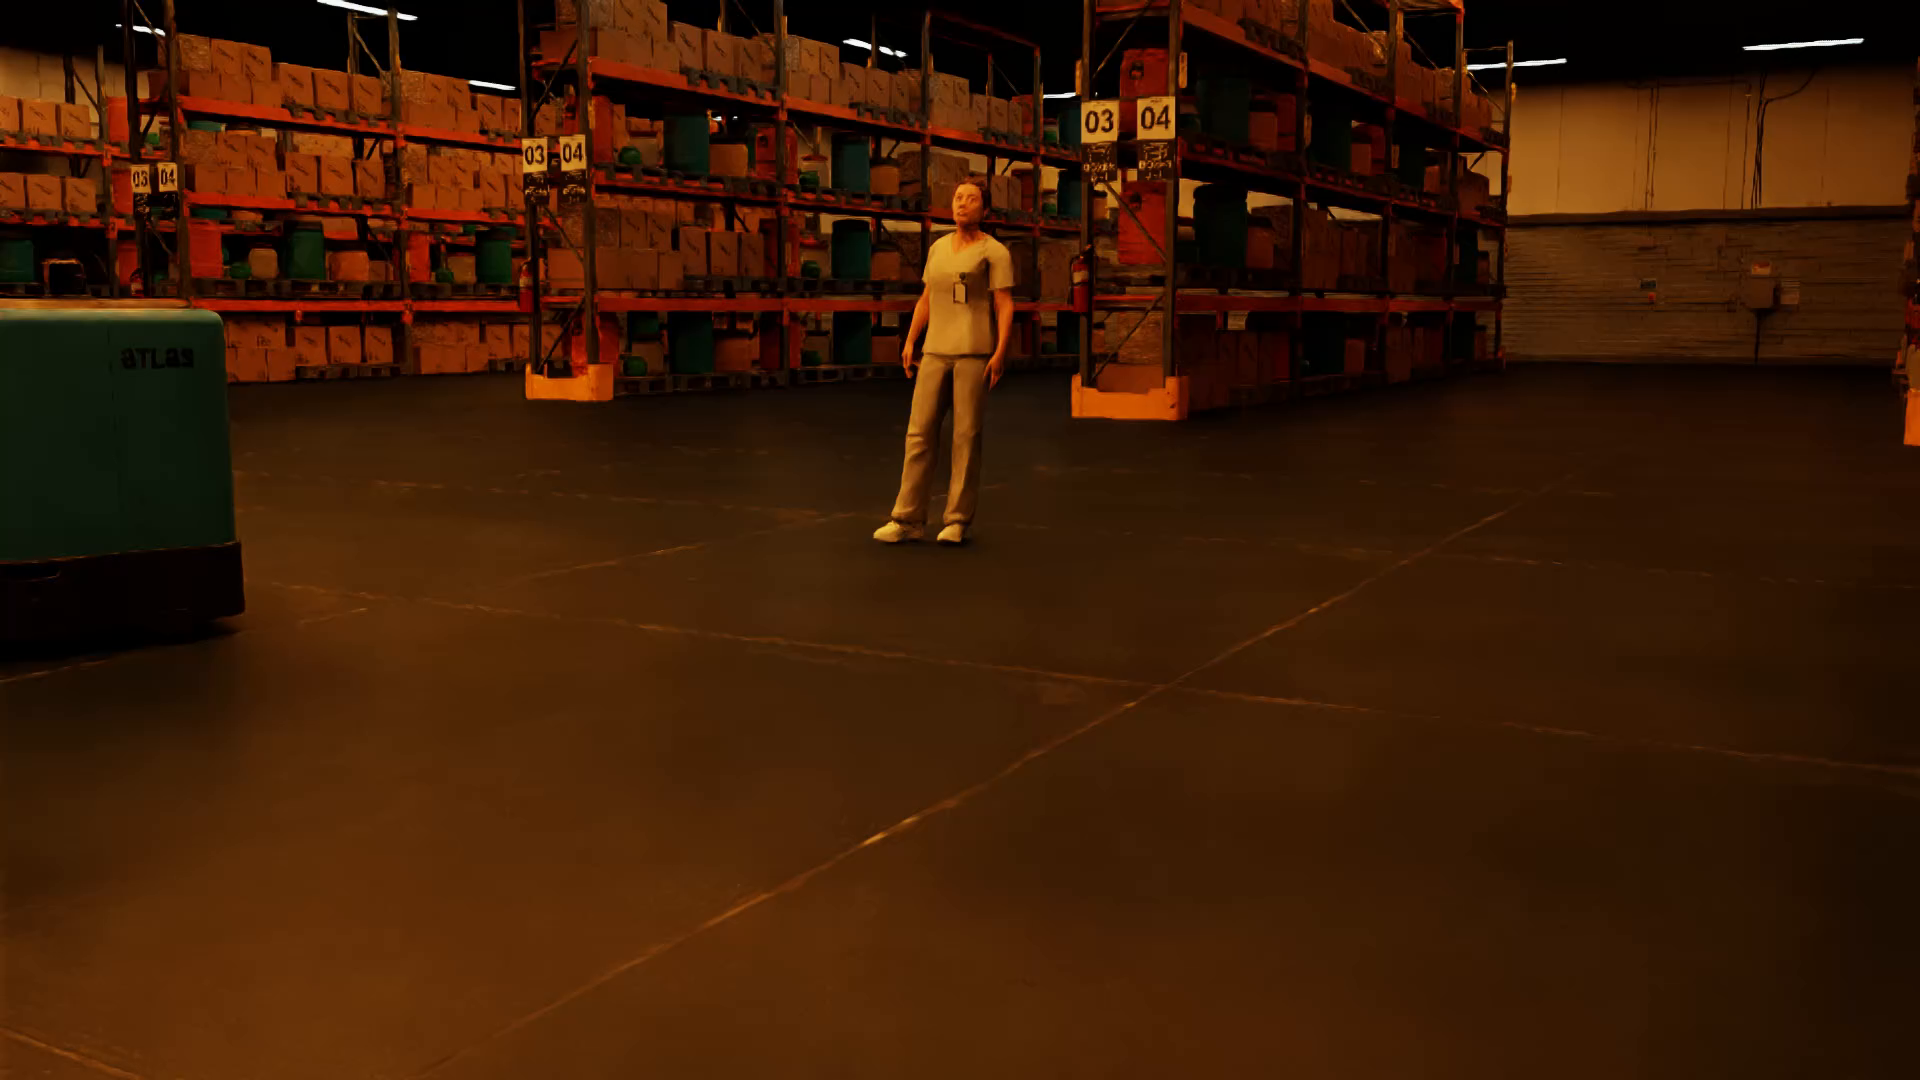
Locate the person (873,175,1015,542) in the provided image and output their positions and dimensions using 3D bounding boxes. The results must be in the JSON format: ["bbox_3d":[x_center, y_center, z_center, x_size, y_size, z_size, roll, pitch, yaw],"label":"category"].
[{"bbox_3d":[-0.047,-0.829,7.641,0.550,1.674,0.548,4,9,29],"label":"person"}]

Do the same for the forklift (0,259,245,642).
[{"bbox_3d":[-3.874,-1.069,4.843,3.031,2.935,1.130,-6,10,-36],"label":"forklift"}]
